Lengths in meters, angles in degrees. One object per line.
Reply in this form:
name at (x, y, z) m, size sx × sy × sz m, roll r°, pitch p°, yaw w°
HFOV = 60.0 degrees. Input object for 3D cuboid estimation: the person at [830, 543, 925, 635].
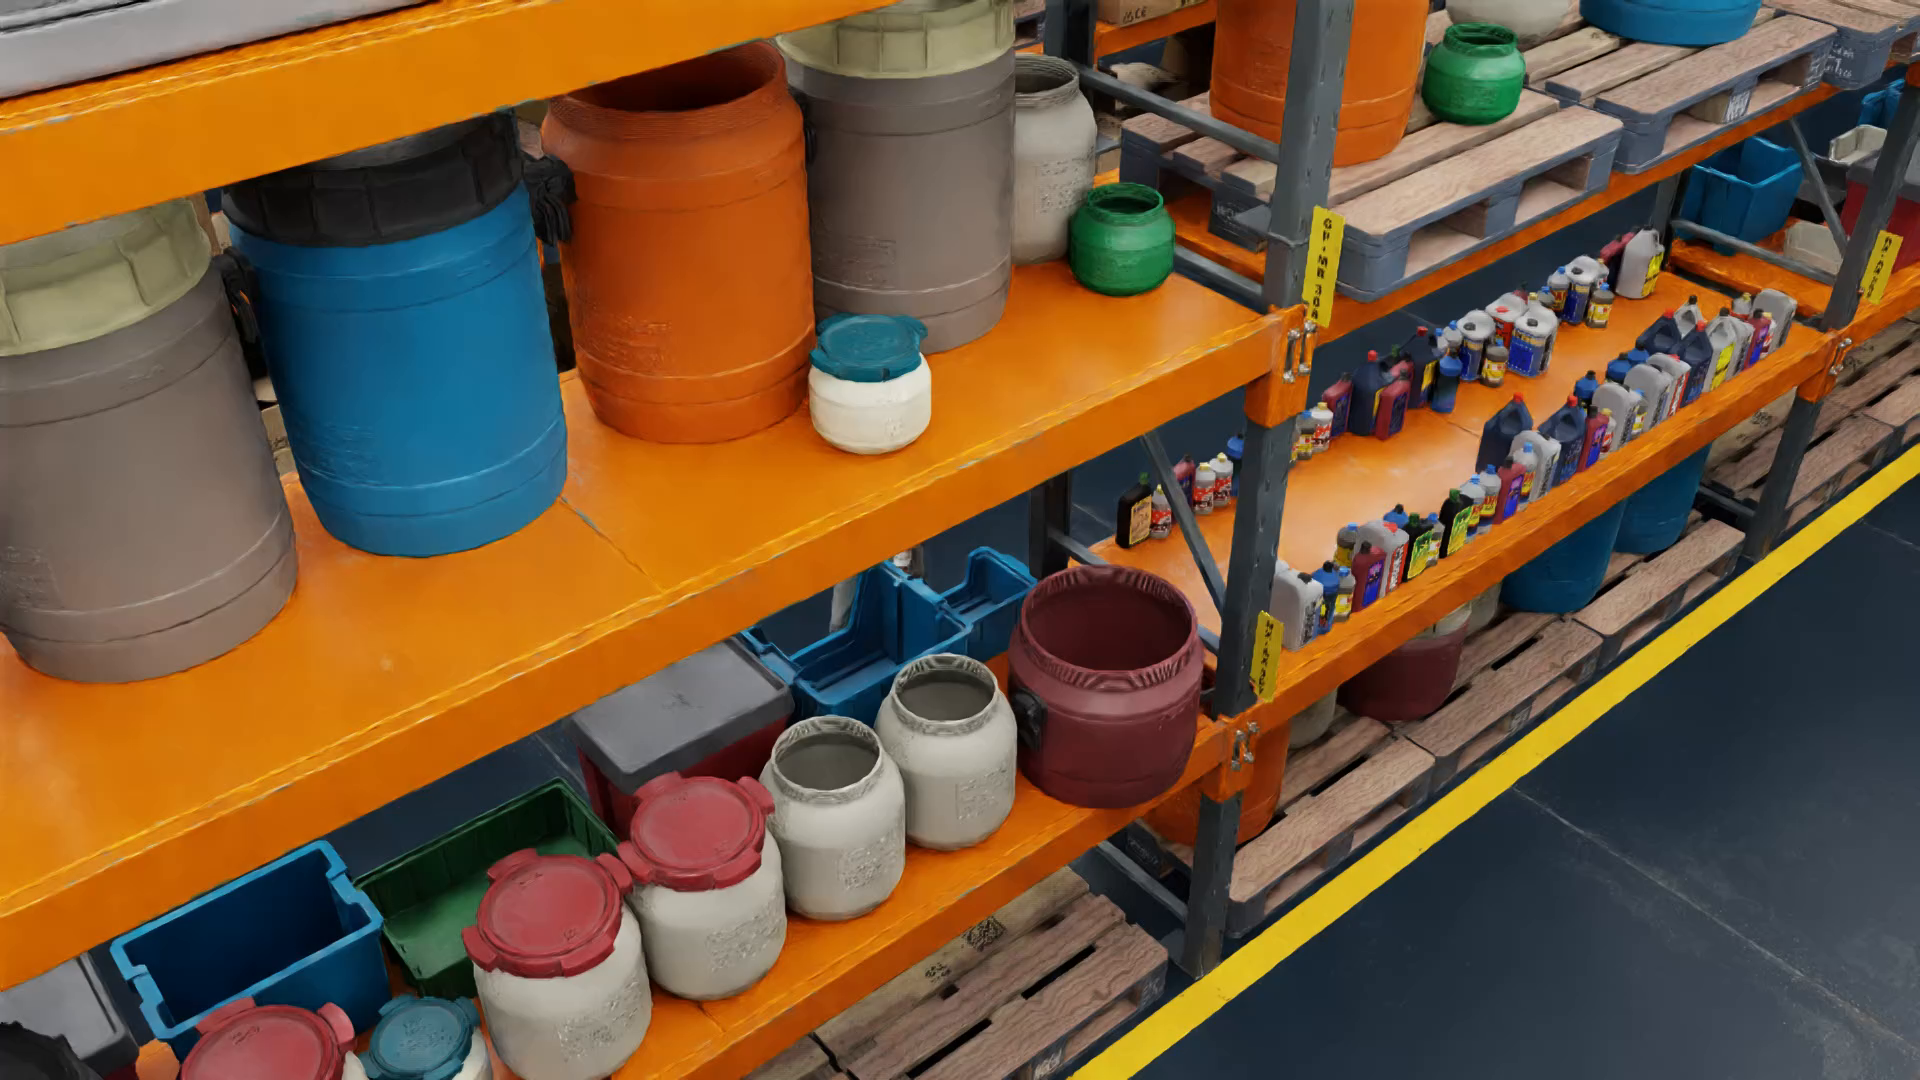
person at (-0.321, 0.115, 7.013) m, size 0.434 × 1.439 × 0.887 m, roll 30°, pitch 46°, yaw 34°
